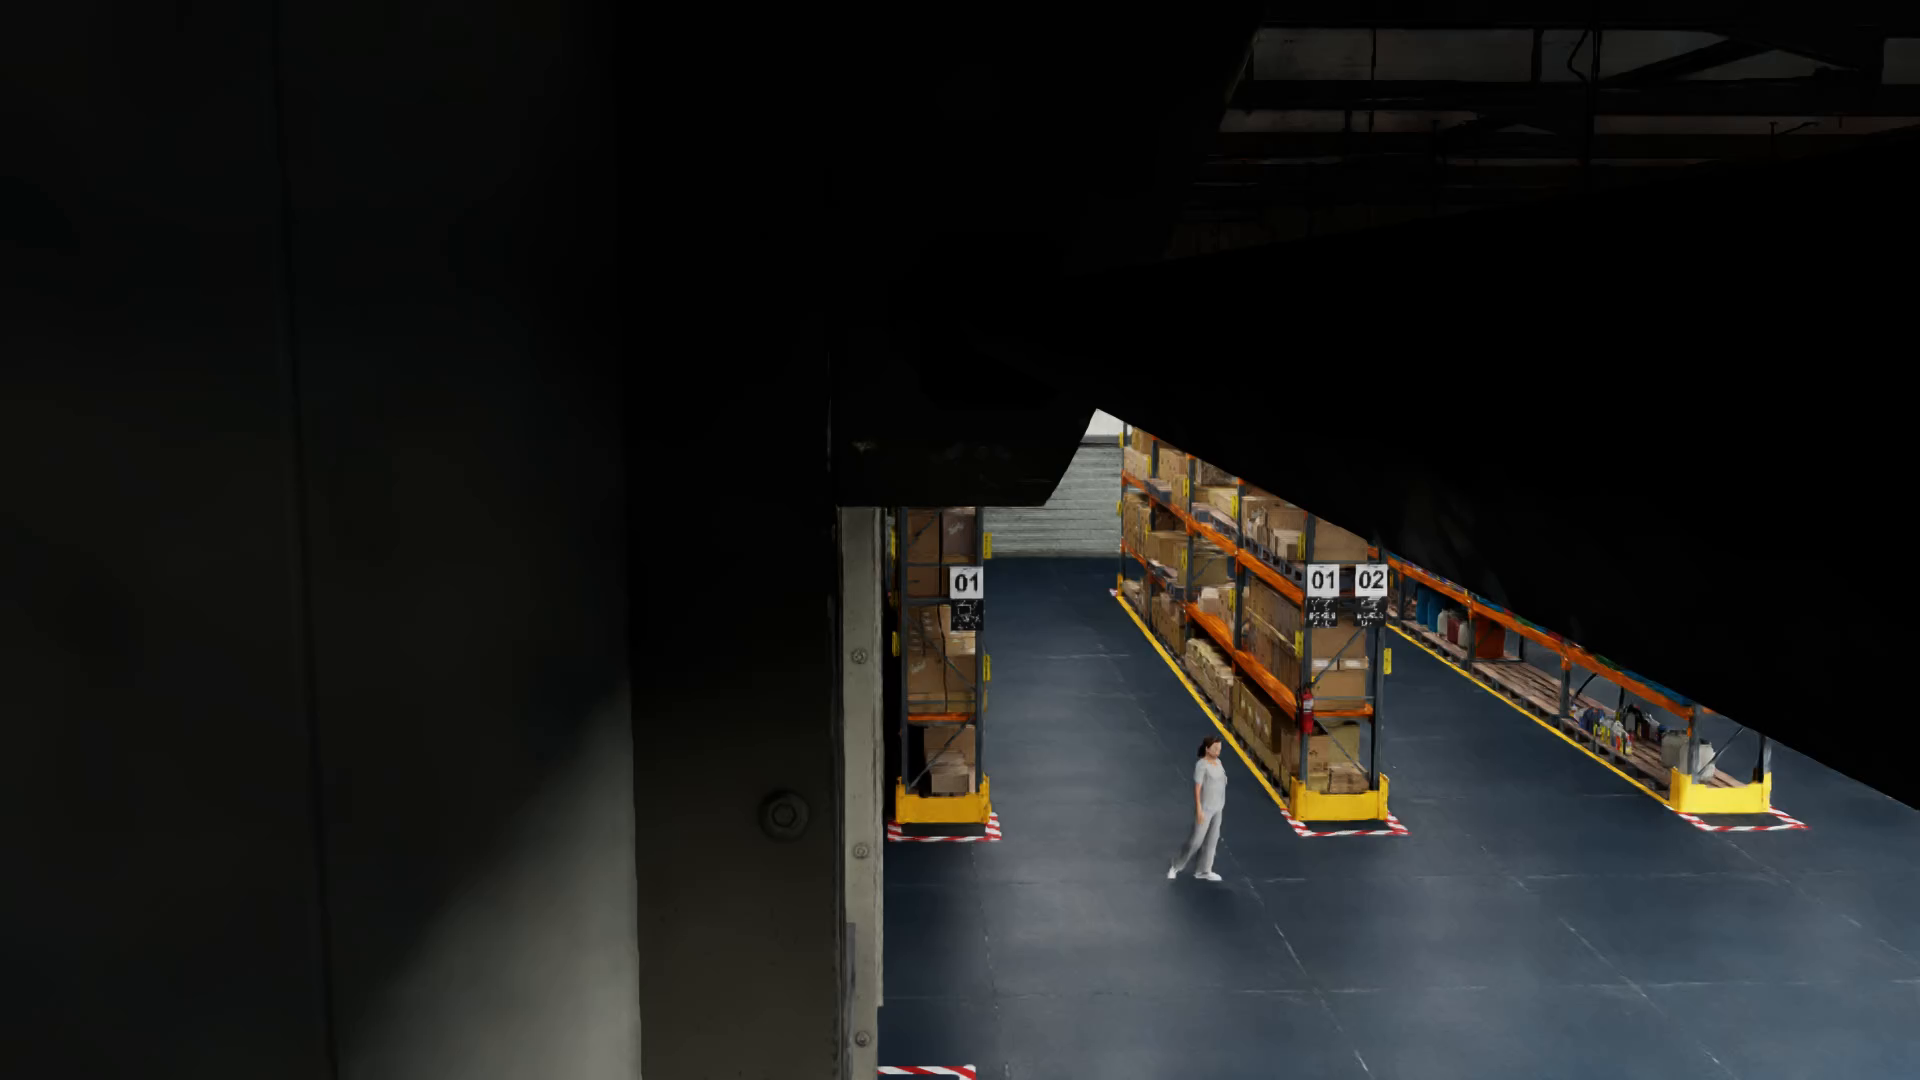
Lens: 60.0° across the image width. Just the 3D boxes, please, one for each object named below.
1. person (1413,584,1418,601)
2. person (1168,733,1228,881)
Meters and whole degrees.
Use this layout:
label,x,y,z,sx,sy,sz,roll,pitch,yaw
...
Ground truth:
label,x,y,z,sx,sy,sz,roll,pitch,yaw
person,9.993,0.569,35.157,0.683,1.661,0.837,-3,8,-18
person,2.606,2.952,18.291,0.648,1.664,0.498,-8,11,-44
